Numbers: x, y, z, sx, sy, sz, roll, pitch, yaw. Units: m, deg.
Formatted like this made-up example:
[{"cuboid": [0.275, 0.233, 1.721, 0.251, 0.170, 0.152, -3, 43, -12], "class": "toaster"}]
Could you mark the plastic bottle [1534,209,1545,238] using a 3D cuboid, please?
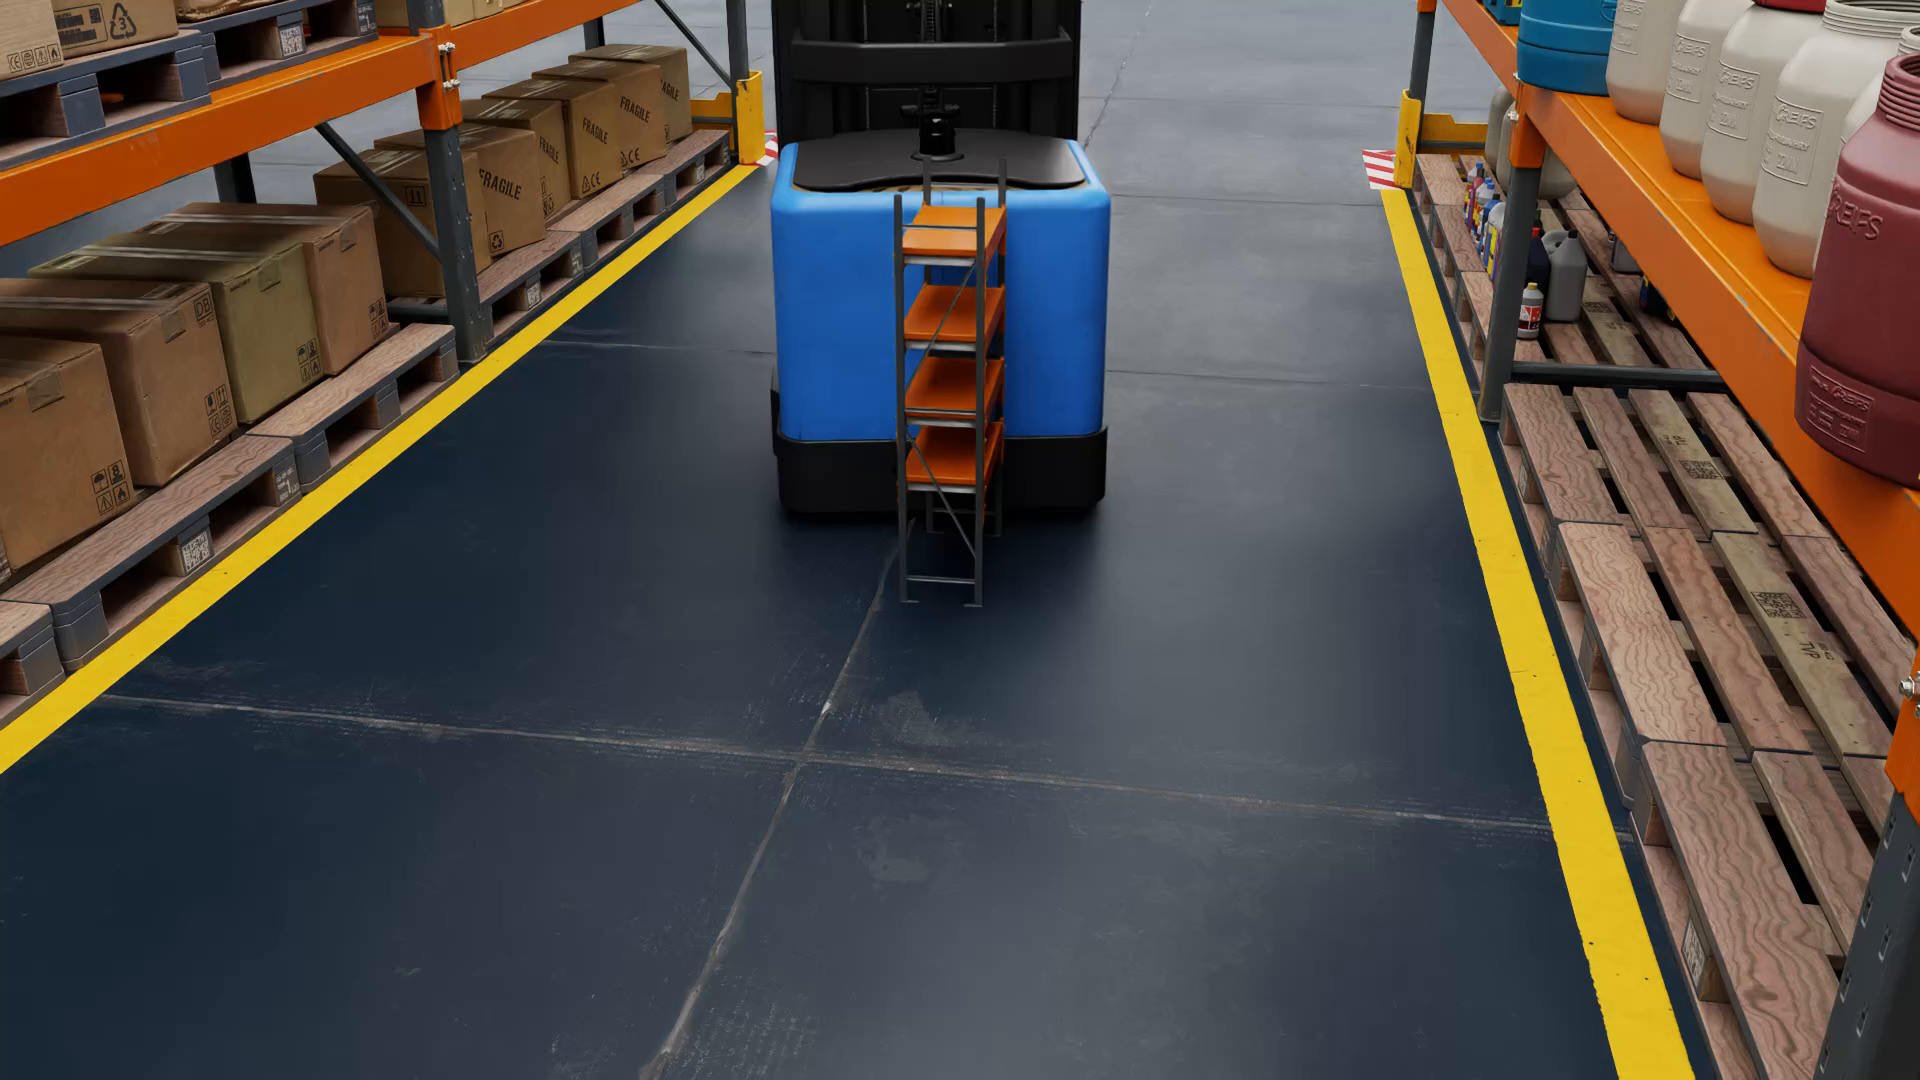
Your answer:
[{"cuboid": [2.444, -1.258, 7.084, 0.061, 0.283, 0.133, 4, 25, 9], "class": "plastic bottle"}]

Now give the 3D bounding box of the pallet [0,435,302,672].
[{"cuboid": [-2.776, -0.023, 5.050, 1.003, 0.211, 1.213, 4, 25, 9], "class": "pallet"}]

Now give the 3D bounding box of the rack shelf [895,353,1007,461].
[{"cuboid": [-0.021, -0.395, 4.836, 0.258, 0.148, 0.480, 3, 25, 7], "class": "rack shelf"}]

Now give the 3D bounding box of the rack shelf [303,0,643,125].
[{"cuboid": [-2.126, -2.634, 8.188, 1.077, 0.370, 4.000, 4, 25, 9], "class": "rack shelf"}]

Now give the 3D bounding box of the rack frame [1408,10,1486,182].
[{"cuboid": [3.087, -3.453, 9.089, 1.000, 3.000, 0.127, 4, 25, 9], "class": "rack frame"}]

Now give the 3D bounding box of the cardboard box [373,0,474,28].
[{"cuboid": [-2.121, -2.079, 6.449, 0.380, 0.149, 0.250, 4, 25, 9], "class": "cardboard box"}]

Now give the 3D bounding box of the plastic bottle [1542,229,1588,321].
[{"cuboid": [2.396, -1.059, 6.580, 0.144, 0.351, 0.185, 4, 25, 9], "class": "plastic bottle"}]

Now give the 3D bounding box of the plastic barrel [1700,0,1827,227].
[{"cuboid": [1.870, -0.969, 3.622, 0.433, 0.535, 0.433, 0, 25, 0], "class": "plastic barrel"}]

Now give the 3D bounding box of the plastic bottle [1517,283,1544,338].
[{"cuboid": [2.185, -0.886, 6.385, 0.097, 0.201, 0.097, 0, 25, 0], "class": "plastic bottle"}]

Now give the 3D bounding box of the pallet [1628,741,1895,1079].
[{"cuboid": [1.944, 0.834, 3.219, 1.003, 0.211, 1.213, 4, 25, 9], "class": "pallet"}]

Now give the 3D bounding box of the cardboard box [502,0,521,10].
[{"cuboid": [-2.054, -2.289, 6.898, 0.380, 0.149, 0.250, 4, 25, 9], "class": "cardboard box"}]

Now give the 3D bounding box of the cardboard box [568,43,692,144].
[{"cuboid": [-1.918, -2.595, 9.708, 0.500, 0.500, 0.500, 9, 27, 18], "class": "cardboard box"}]

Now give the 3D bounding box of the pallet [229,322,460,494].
[{"cuboid": [-2.579, -0.535, 6.144, 1.003, 0.211, 1.213, 4, 25, 9], "class": "pallet"}]

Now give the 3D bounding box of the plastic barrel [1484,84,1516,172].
[{"cuboid": [3.055, -2.236, 8.928, 0.421, 0.512, 0.421, 0, 25, 0], "class": "plastic barrel"}]

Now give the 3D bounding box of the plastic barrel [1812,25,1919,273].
[{"cuboid": [1.737, -0.603, 2.868, 0.421, 0.512, 0.421, 0, 25, 0], "class": "plastic barrel"}]

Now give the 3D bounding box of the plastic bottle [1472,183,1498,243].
[{"cuboid": [2.411, -1.495, 7.605, 0.097, 0.271, 0.097, 0, 25, 0], "class": "plastic bottle"}]

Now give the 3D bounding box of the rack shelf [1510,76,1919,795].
[{"cuboid": [2.106, -0.618, 3.881, 1.077, 0.370, 4.000, 4, 25, 9], "class": "rack shelf"}]

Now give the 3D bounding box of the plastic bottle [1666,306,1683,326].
[{"cuboid": [2.838, -0.996, 6.526, 0.061, 0.283, 0.133, 4, 25, 9], "class": "plastic bottle"}]

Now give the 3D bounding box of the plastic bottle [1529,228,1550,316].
[{"cuboid": [2.254, -1.069, 6.602, 0.144, 0.351, 0.185, 3, 25, 7], "class": "plastic bottle"}]

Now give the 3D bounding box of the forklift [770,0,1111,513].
[{"cuboid": [-0.132, -1.999, 6.063, 1.130, 2.935, 3.031, -1, 25, -3], "class": "forklift"}]

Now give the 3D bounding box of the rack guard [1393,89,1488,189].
[{"cuboid": [3.121, -2.286, 9.544, 1.175, 0.500, 0.348, 4, 25, 9], "class": "rack guard"}]

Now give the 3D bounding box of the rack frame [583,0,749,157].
[{"cuboid": [-1.799, -3.796, 9.822, 1.000, 3.000, 0.127, 4, 25, 9], "class": "rack frame"}]

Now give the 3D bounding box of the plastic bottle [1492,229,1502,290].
[{"cuboid": [2.271, -1.190, 6.939, 0.061, 0.283, 0.133, 6, 26, 12], "class": "plastic bottle"}]

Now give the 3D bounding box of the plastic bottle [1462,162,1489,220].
[{"cuboid": [2.483, -1.680, 8.001, 0.097, 0.271, 0.097, 0, 25, 0], "class": "plastic bottle"}]

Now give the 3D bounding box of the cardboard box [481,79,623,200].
[{"cuboid": [-2.103, -2.082, 8.612, 0.500, 0.500, 0.500, 6, 26, 13], "class": "cardboard box"}]

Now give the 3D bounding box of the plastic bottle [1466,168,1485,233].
[{"cuboid": [2.428, -1.592, 7.798, 0.061, 0.283, 0.133, 4, 25, 9], "class": "plastic bottle"}]

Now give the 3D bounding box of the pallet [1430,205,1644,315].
[{"cuboid": [2.781, -1.307, 7.794, 1.003, 0.211, 1.213, 4, 25, 9], "class": "pallet"}]

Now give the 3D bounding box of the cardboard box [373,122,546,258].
[{"cuboid": [-2.262, -1.586, 7.554, 0.500, 0.500, 0.500, 13, 28, 25], "class": "cardboard box"}]

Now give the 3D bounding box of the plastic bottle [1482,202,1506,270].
[{"cuboid": [2.369, -1.318, 7.222, 0.152, 0.276, 0.135, 4, 25, 9], "class": "plastic bottle"}]

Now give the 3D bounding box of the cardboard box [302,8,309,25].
[{"cuboid": [-2.708, -2.120, 6.537, 0.380, 0.149, 0.250, 4, 25, 9], "class": "cardboard box"}]

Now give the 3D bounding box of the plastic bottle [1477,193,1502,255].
[{"cuboid": [2.378, -1.410, 7.424, 0.097, 0.271, 0.097, 0, 25, 0], "class": "plastic bottle"}]

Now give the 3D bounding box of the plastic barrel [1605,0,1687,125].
[{"cuboid": [2.060, -1.457, 4.664, 0.433, 0.535, 0.433, 0, 25, 0], "class": "plastic barrel"}]

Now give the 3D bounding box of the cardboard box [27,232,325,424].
[{"cuboid": [-2.671, -0.737, 5.716, 0.700, 0.500, 0.500, 4, 25, 8], "class": "cardboard box"}]

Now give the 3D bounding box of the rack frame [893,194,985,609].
[{"cuboid": [-0.054, -0.353, 4.589, 0.240, 1.200, 0.015, 3, 25, 7], "class": "rack frame"}]

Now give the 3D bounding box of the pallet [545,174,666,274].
[{"cuboid": [-2.181, -1.656, 8.538, 1.003, 0.211, 1.213, 4, 25, 9], "class": "pallet"}]

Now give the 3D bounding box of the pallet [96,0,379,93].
[{"cuboid": [-2.722, -1.727, 5.628, 1.003, 0.211, 1.213, 4, 25, 9], "class": "pallet"}]

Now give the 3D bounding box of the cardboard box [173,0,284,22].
[{"cuboid": [-2.721, -2.263, 5.343, 1.000, 1.000, 1.000, 4, 25, 9], "class": "cardboard box"}]

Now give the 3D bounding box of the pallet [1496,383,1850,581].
[{"cuboid": [2.343, -0.186, 5.399, 1.003, 0.211, 1.213, 4, 25, 9], "class": "pallet"}]

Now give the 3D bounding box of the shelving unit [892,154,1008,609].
[{"cuboid": [-0.021, -0.456, 4.808, 0.258, 1.200, 0.503, 3, 25, 7], "class": "shelving unit"}]

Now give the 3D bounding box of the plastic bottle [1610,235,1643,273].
[{"cuboid": [2.925, -1.311, 7.207, 0.152, 0.276, 0.135, 4, 25, 9], "class": "plastic bottle"}]

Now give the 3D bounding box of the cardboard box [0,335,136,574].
[{"cuboid": [-2.853, -0.270, 4.718, 0.700, 0.500, 0.500, 6, 26, 13], "class": "cardboard box"}]

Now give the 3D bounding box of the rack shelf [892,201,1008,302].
[{"cuboid": [-0.021, -0.811, 4.641, 0.258, 0.148, 0.480, 3, 25, 7], "class": "rack shelf"}]

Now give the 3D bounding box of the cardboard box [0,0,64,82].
[{"cuboid": [-2.606, -1.258, 4.081, 0.500, 0.250, 0.500, 3, 25, 7], "class": "cardboard box"}]
